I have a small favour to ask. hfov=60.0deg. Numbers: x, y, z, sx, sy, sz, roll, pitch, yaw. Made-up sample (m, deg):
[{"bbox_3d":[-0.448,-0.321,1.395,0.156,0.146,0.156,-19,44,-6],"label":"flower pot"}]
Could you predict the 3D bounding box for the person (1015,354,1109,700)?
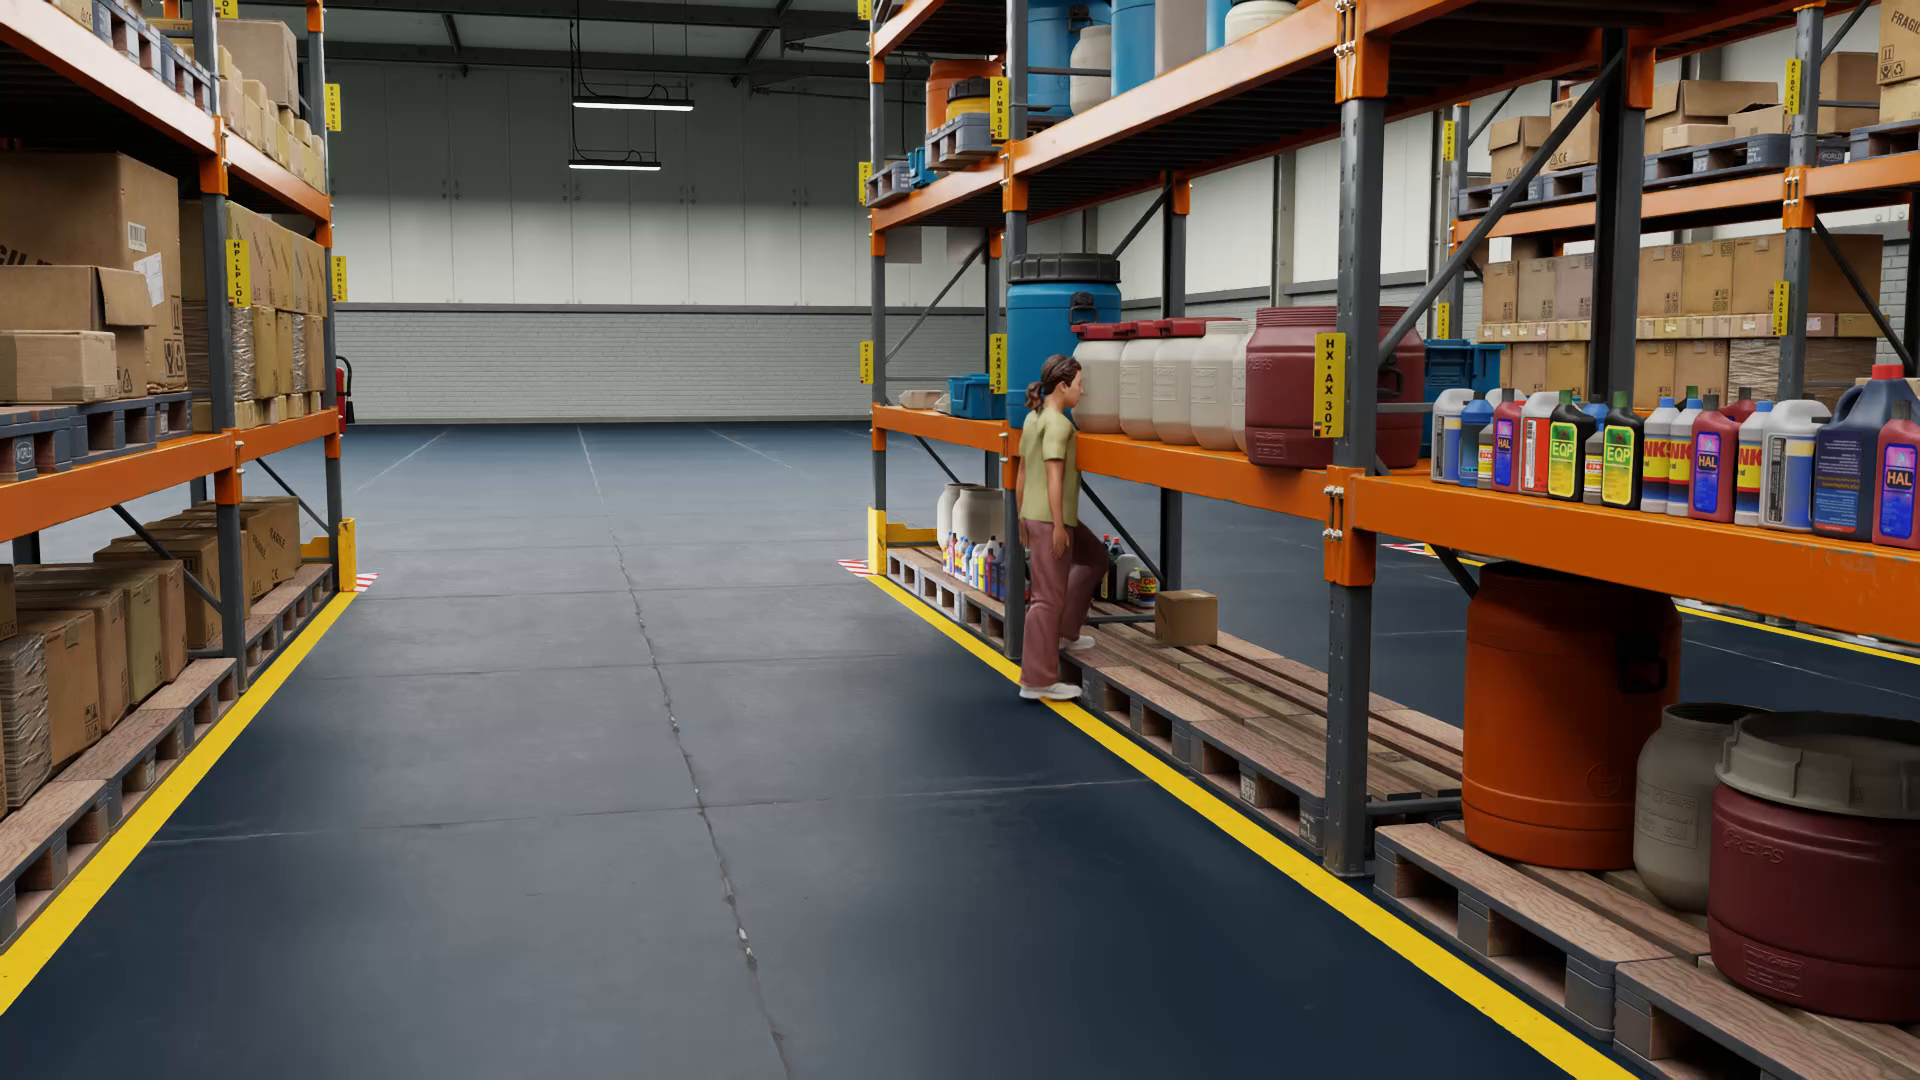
[{"bbox_3d":[0.536,-0.066,8.147,0.536,1.678,0.508,-2,6,-16],"label":"person"}]
